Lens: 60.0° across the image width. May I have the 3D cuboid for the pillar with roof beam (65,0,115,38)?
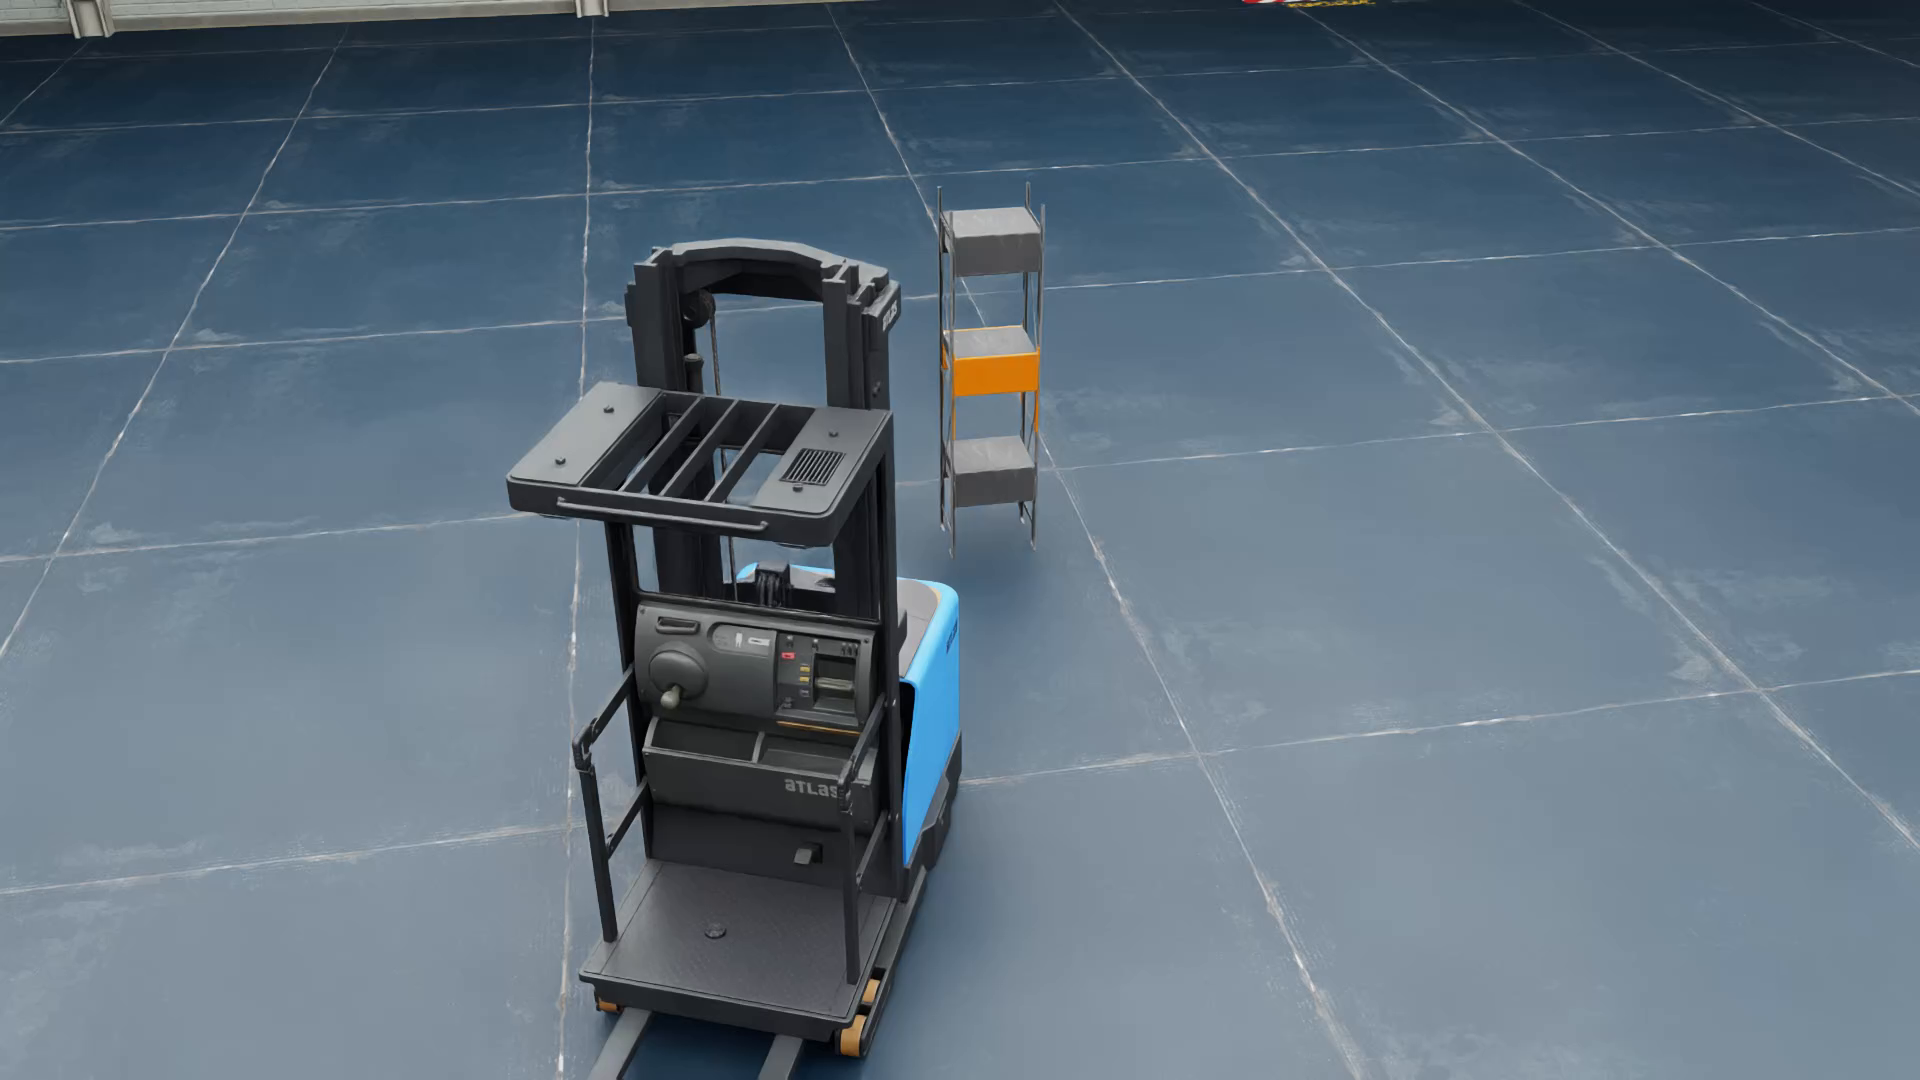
[{"bbox_3d":[-9.837,-7.937,14.484,0.400,9.000,9.100,-5,31,-9],"label":"pillar with roof beam"}]

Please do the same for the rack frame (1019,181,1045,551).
[{"bbox_3d":[0.403,-0.943,9.396,0.015,2.100,0.400,-5,31,-9],"label":"rack frame"}]

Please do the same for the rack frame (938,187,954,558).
[{"bbox_3d":[-0.077,-0.898,9.320,0.015,2.100,0.400,-5,31,-9],"label":"rack frame"}]

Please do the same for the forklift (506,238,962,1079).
[{"bbox_3d":[-0.825,0.529,6.074,1.130,2.935,3.031,7,31,11],"label":"forklift"}]

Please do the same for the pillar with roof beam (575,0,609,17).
[{"bbox_3d":[-3.935,-8.484,15.416,0.400,9.000,9.100,-5,31,-9],"label":"pillar with roof beam"}]

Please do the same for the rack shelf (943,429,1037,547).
[{"bbox_3d":[0.163,-0.305,9.720,0.480,0.518,0.431,-5,31,-9],"label":"rack shelf"}]

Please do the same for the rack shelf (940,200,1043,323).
[{"bbox_3d":[0.163,-1.512,9.010,0.480,0.518,0.431,-5,31,-9],"label":"rack shelf"}]

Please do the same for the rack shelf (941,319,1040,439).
[{"bbox_3d":[0.163,-0.908,9.365,0.480,0.518,0.431,-5,31,-9],"label":"rack shelf"}]

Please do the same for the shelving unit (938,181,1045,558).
[{"bbox_3d":[0.163,-0.920,9.358,0.503,2.100,0.431,-5,31,-9],"label":"shelving unit"}]
